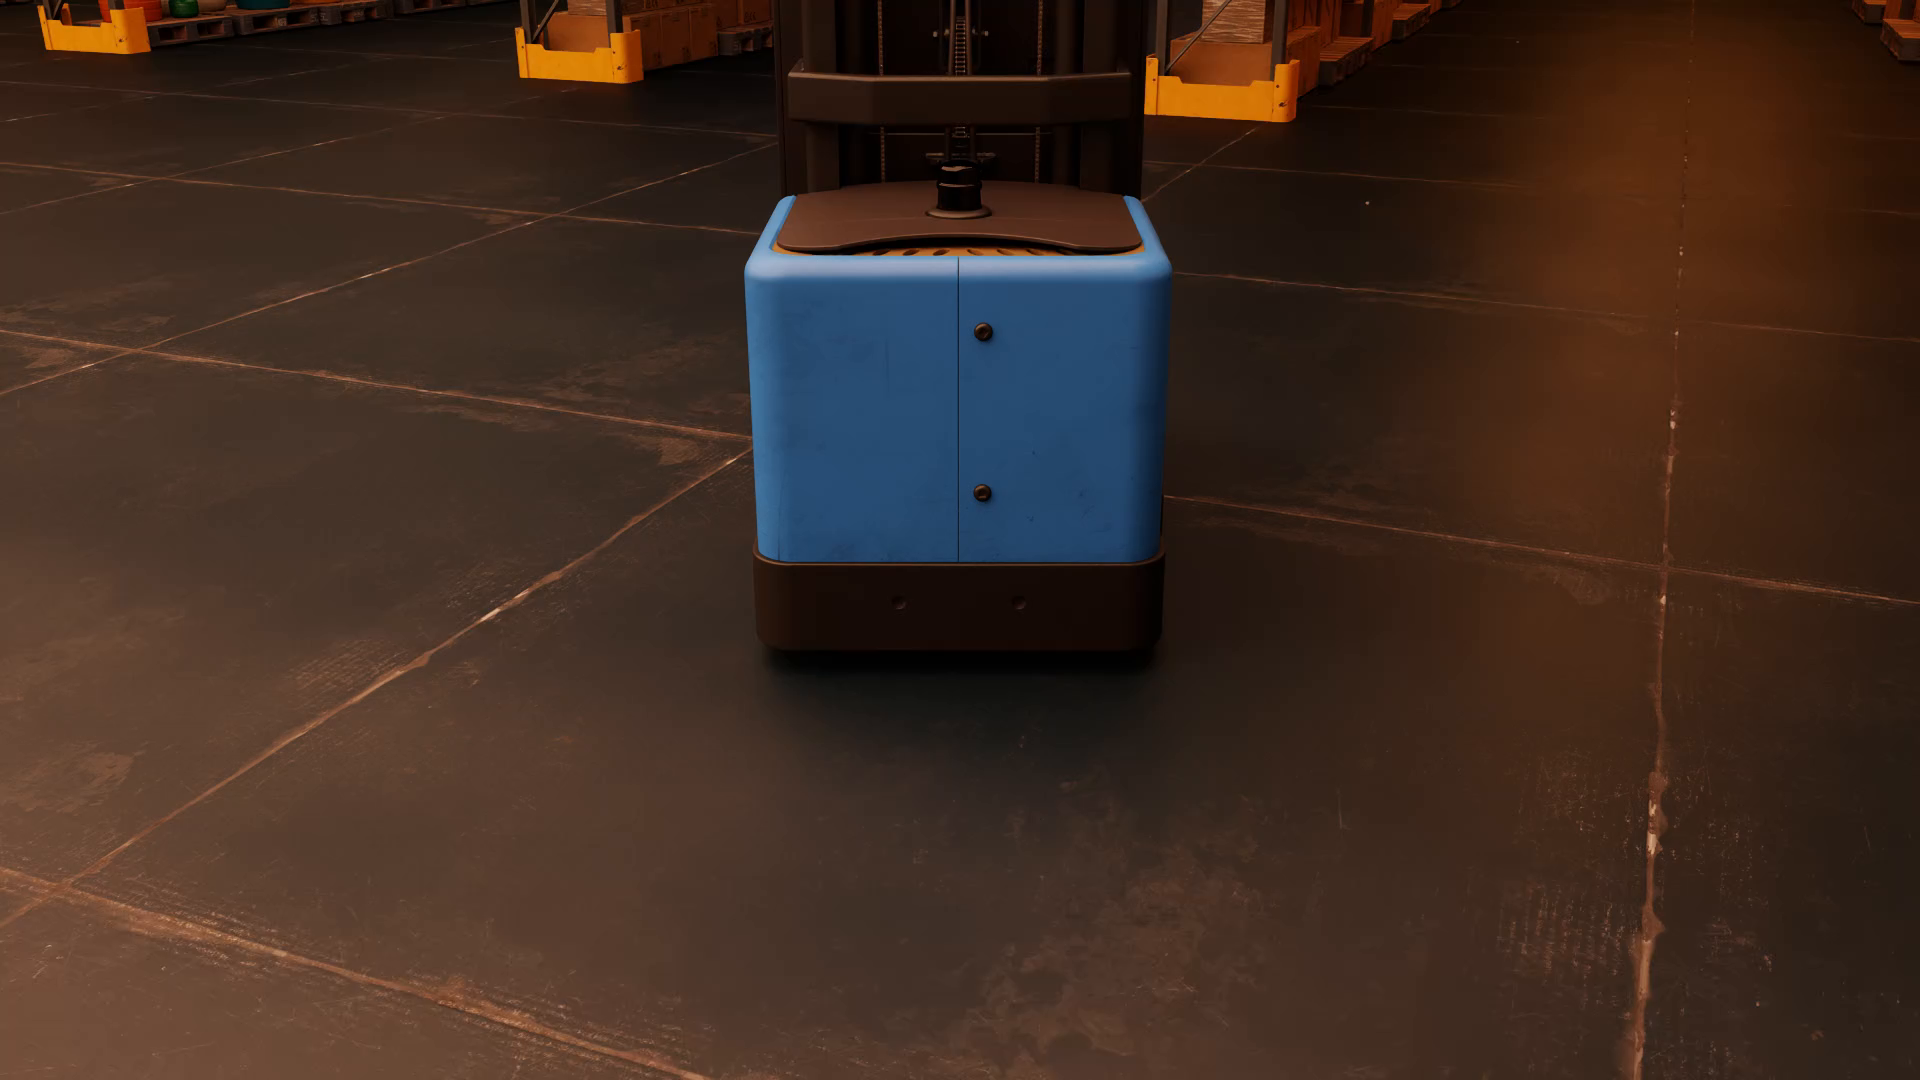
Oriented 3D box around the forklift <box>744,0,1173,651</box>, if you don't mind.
[{"bbox_3d":[0.002,-1.587,5.089,1.130,2.935,3.031,0,23,0],"label":"forklift"}]
